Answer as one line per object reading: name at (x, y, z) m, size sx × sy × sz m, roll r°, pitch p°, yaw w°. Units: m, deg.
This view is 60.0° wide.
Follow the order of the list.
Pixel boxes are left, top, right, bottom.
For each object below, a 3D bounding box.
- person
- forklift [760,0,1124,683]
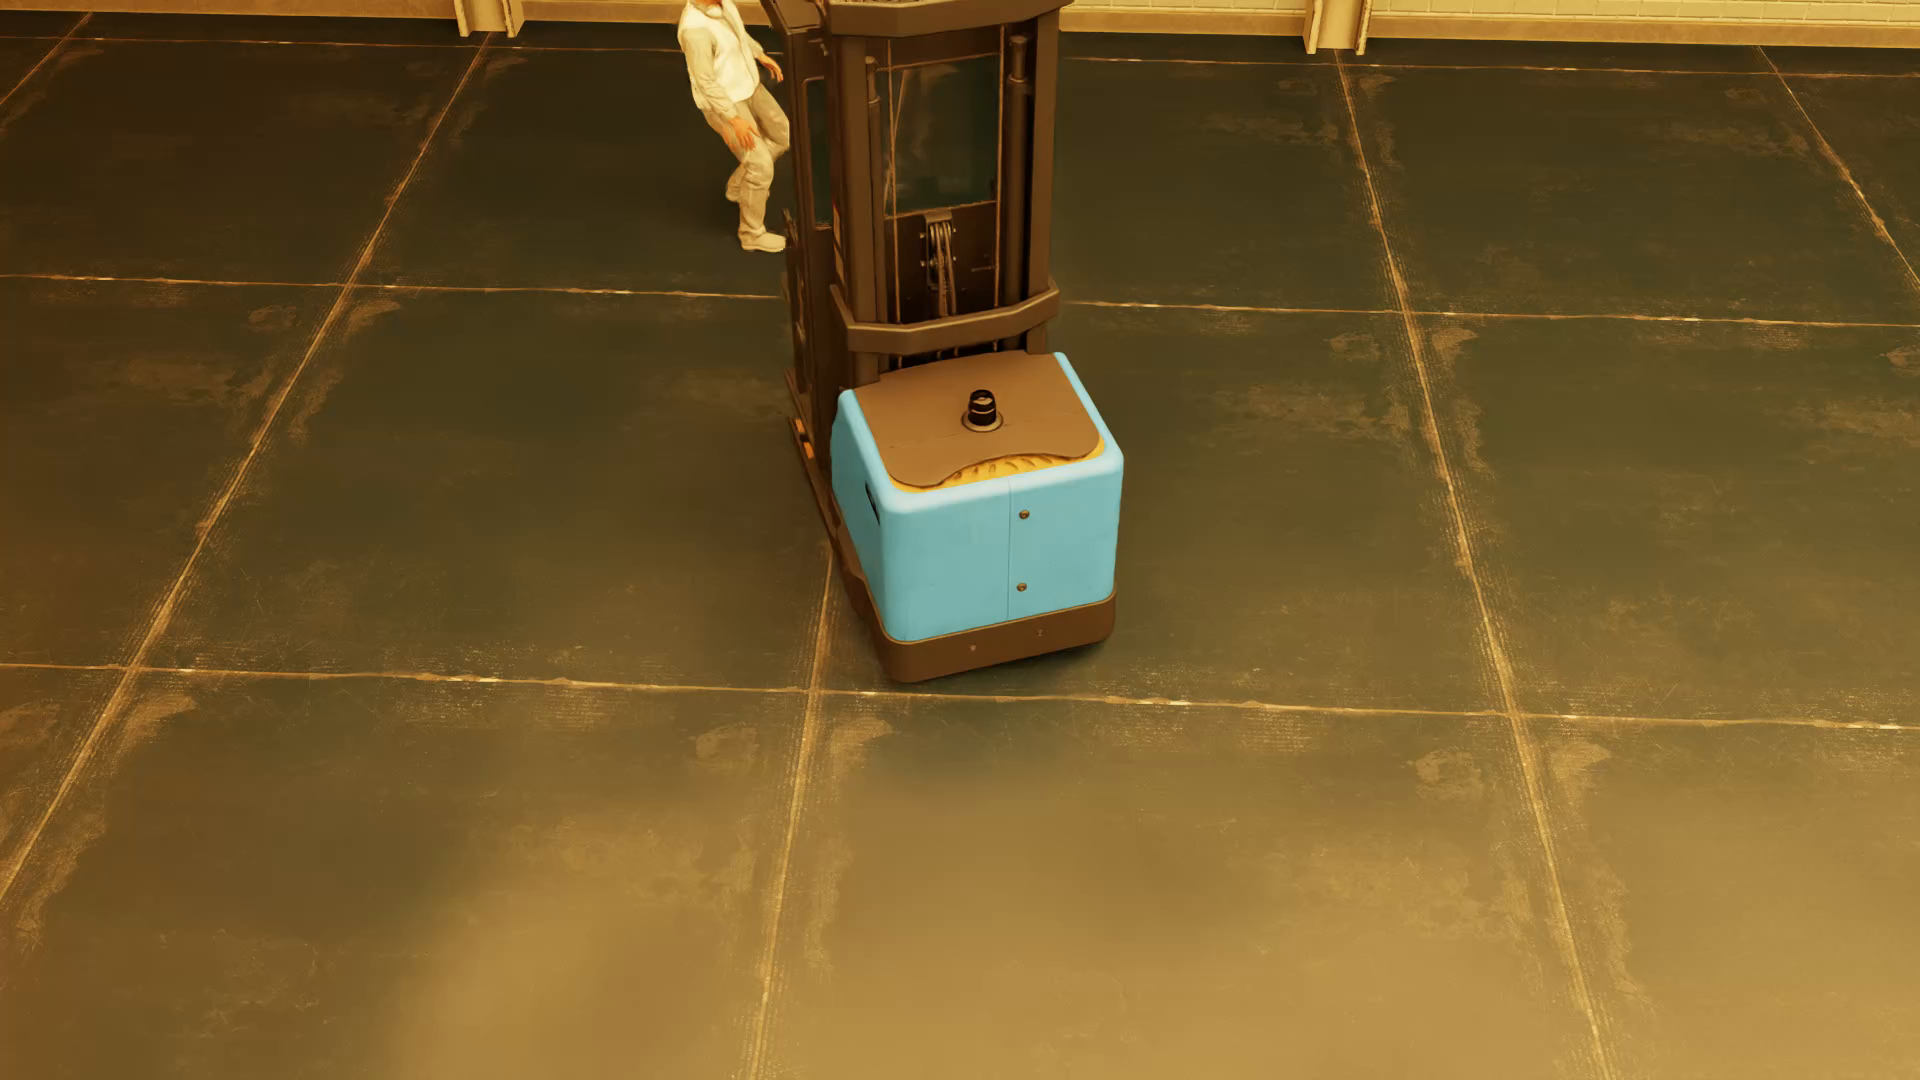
person at (-1.248, -2.516, 9.430) m, size 0.625 × 1.681 × 0.767 m, roll 9°, pitch 43°, yaw 10°
forklift at (-0.231, -1.478, 7.361) m, size 1.130 × 2.935 × 3.031 m, roll -11°, pitch 44°, yaw -12°
